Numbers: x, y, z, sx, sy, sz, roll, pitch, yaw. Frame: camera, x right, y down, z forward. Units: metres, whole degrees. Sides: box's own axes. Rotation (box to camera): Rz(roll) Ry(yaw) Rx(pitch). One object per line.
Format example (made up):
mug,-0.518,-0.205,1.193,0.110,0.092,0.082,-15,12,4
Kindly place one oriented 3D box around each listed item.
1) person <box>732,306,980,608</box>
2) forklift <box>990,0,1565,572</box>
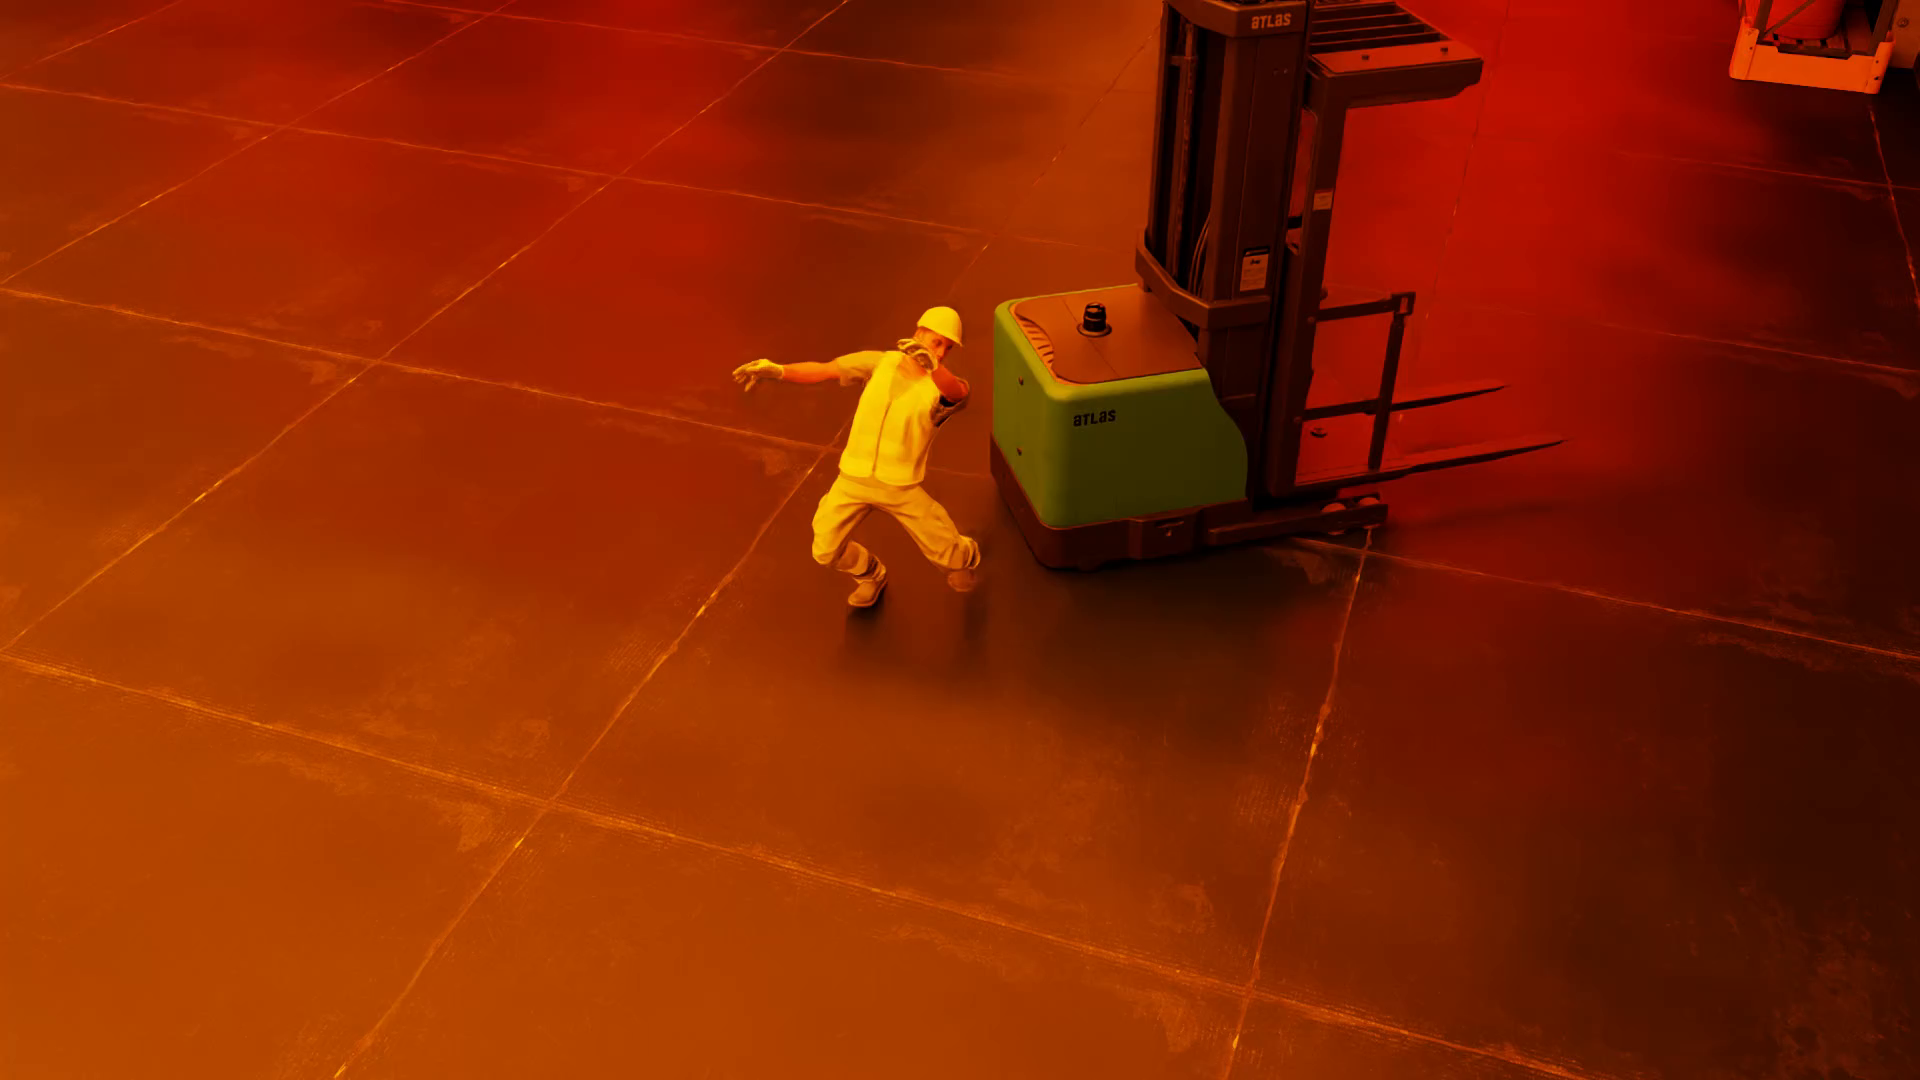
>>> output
person,-0.455,-0.403,7.773,1.081,1.604,0.700,8,36,10
forklift,1.737,-1.508,8.237,3.031,2.935,1.130,-9,36,-13
